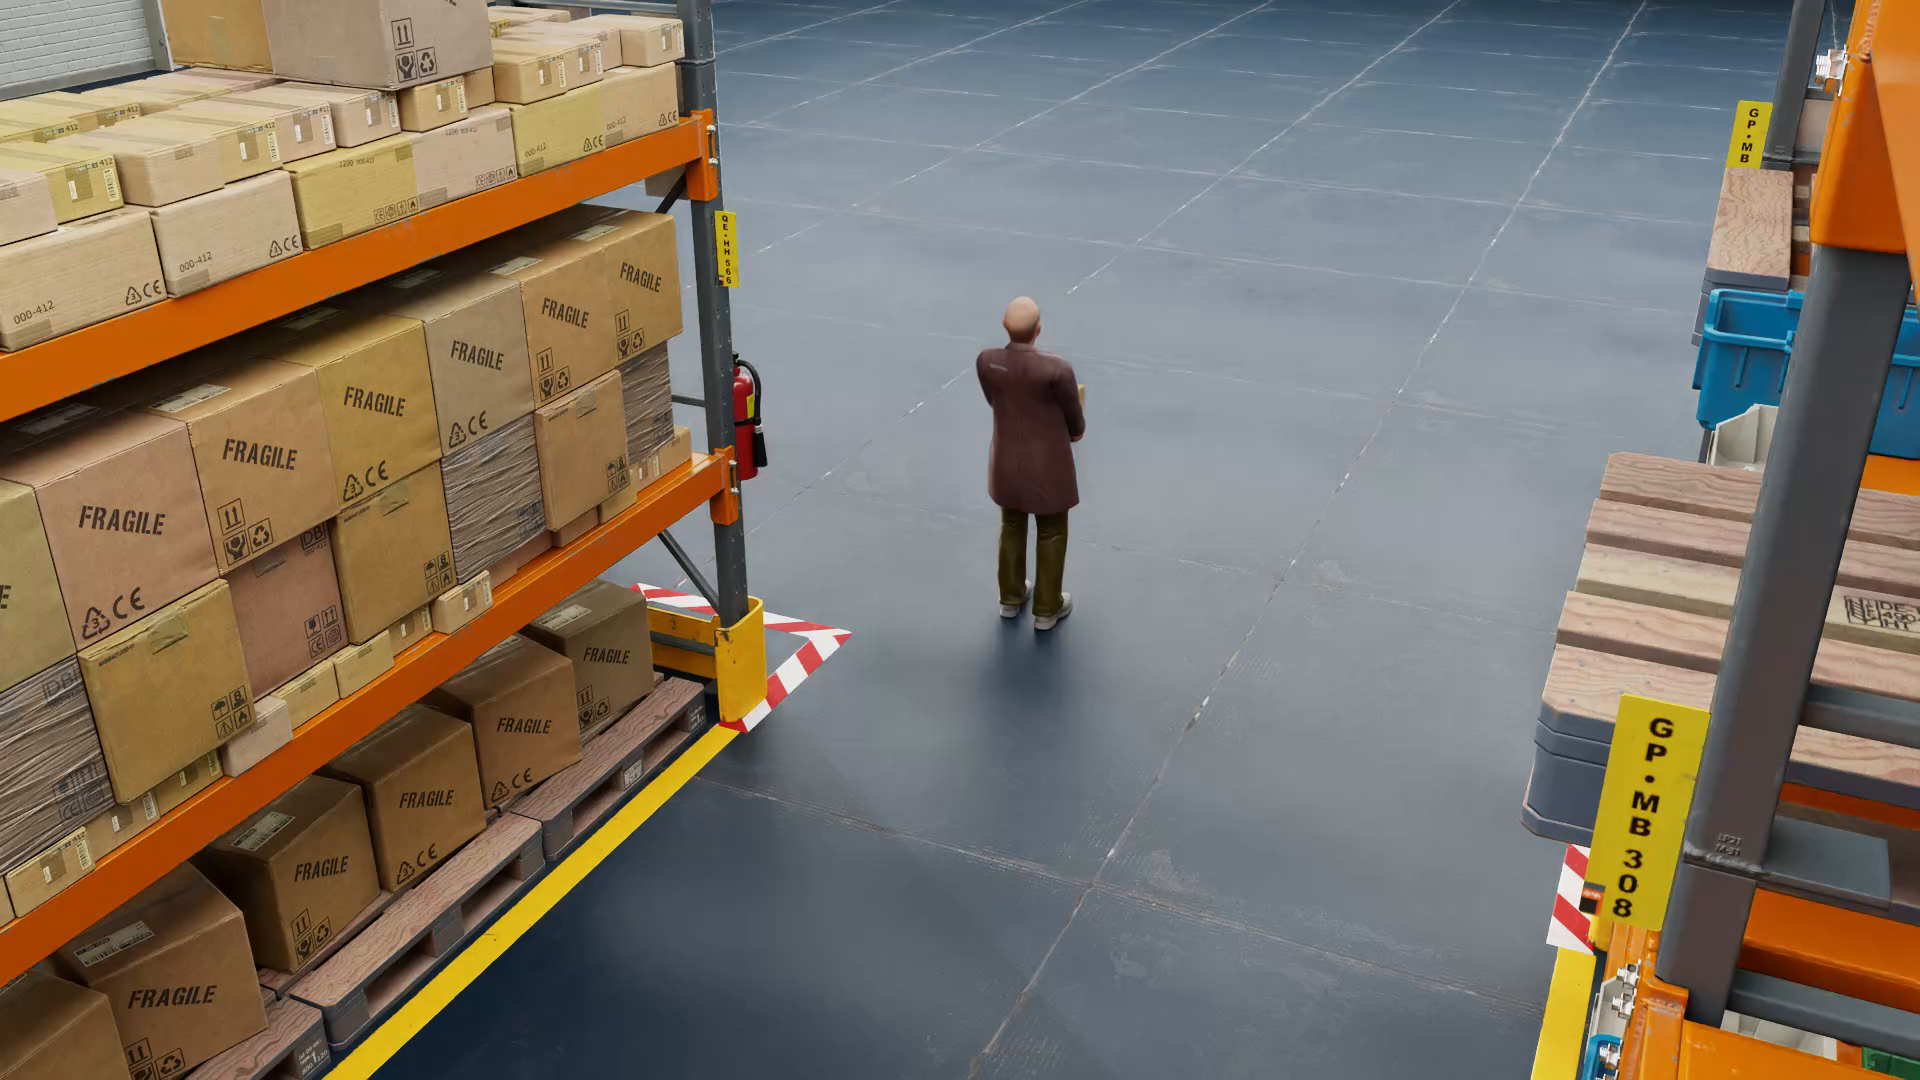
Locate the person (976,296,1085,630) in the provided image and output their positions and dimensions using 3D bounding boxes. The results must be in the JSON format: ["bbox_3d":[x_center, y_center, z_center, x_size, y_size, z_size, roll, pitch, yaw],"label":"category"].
[{"bbox_3d":[0.391,-0.436,8.537,0.530,1.769,0.554,11,28,22],"label":"person"}]
